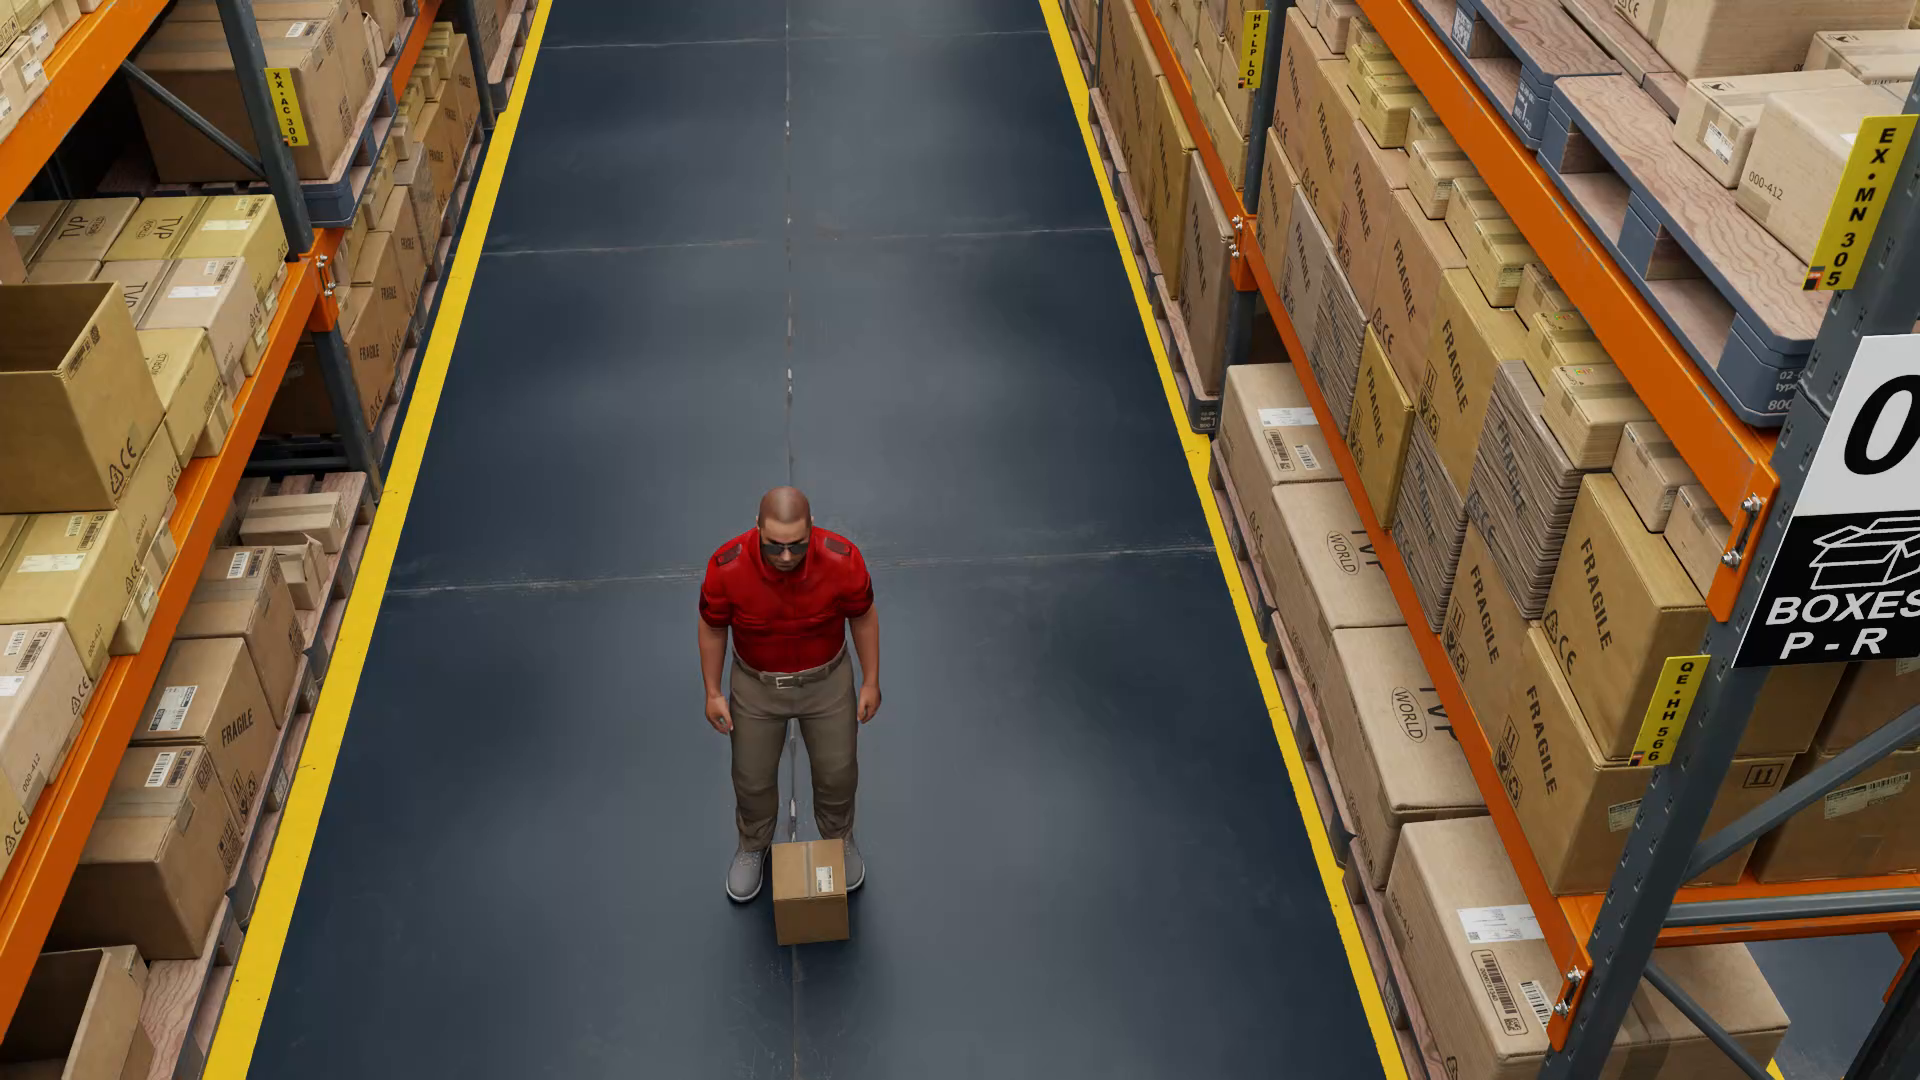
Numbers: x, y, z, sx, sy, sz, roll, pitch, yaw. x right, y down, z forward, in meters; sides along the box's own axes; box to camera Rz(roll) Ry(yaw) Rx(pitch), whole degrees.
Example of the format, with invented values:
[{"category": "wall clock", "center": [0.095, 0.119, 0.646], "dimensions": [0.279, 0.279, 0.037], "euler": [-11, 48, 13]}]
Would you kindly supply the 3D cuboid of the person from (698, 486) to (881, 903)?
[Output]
[{"category": "person", "center": [-0.558, 0.493, 5.553], "dimensions": [0.594, 1.726, 0.386], "euler": [-4, 39, -5]}]
